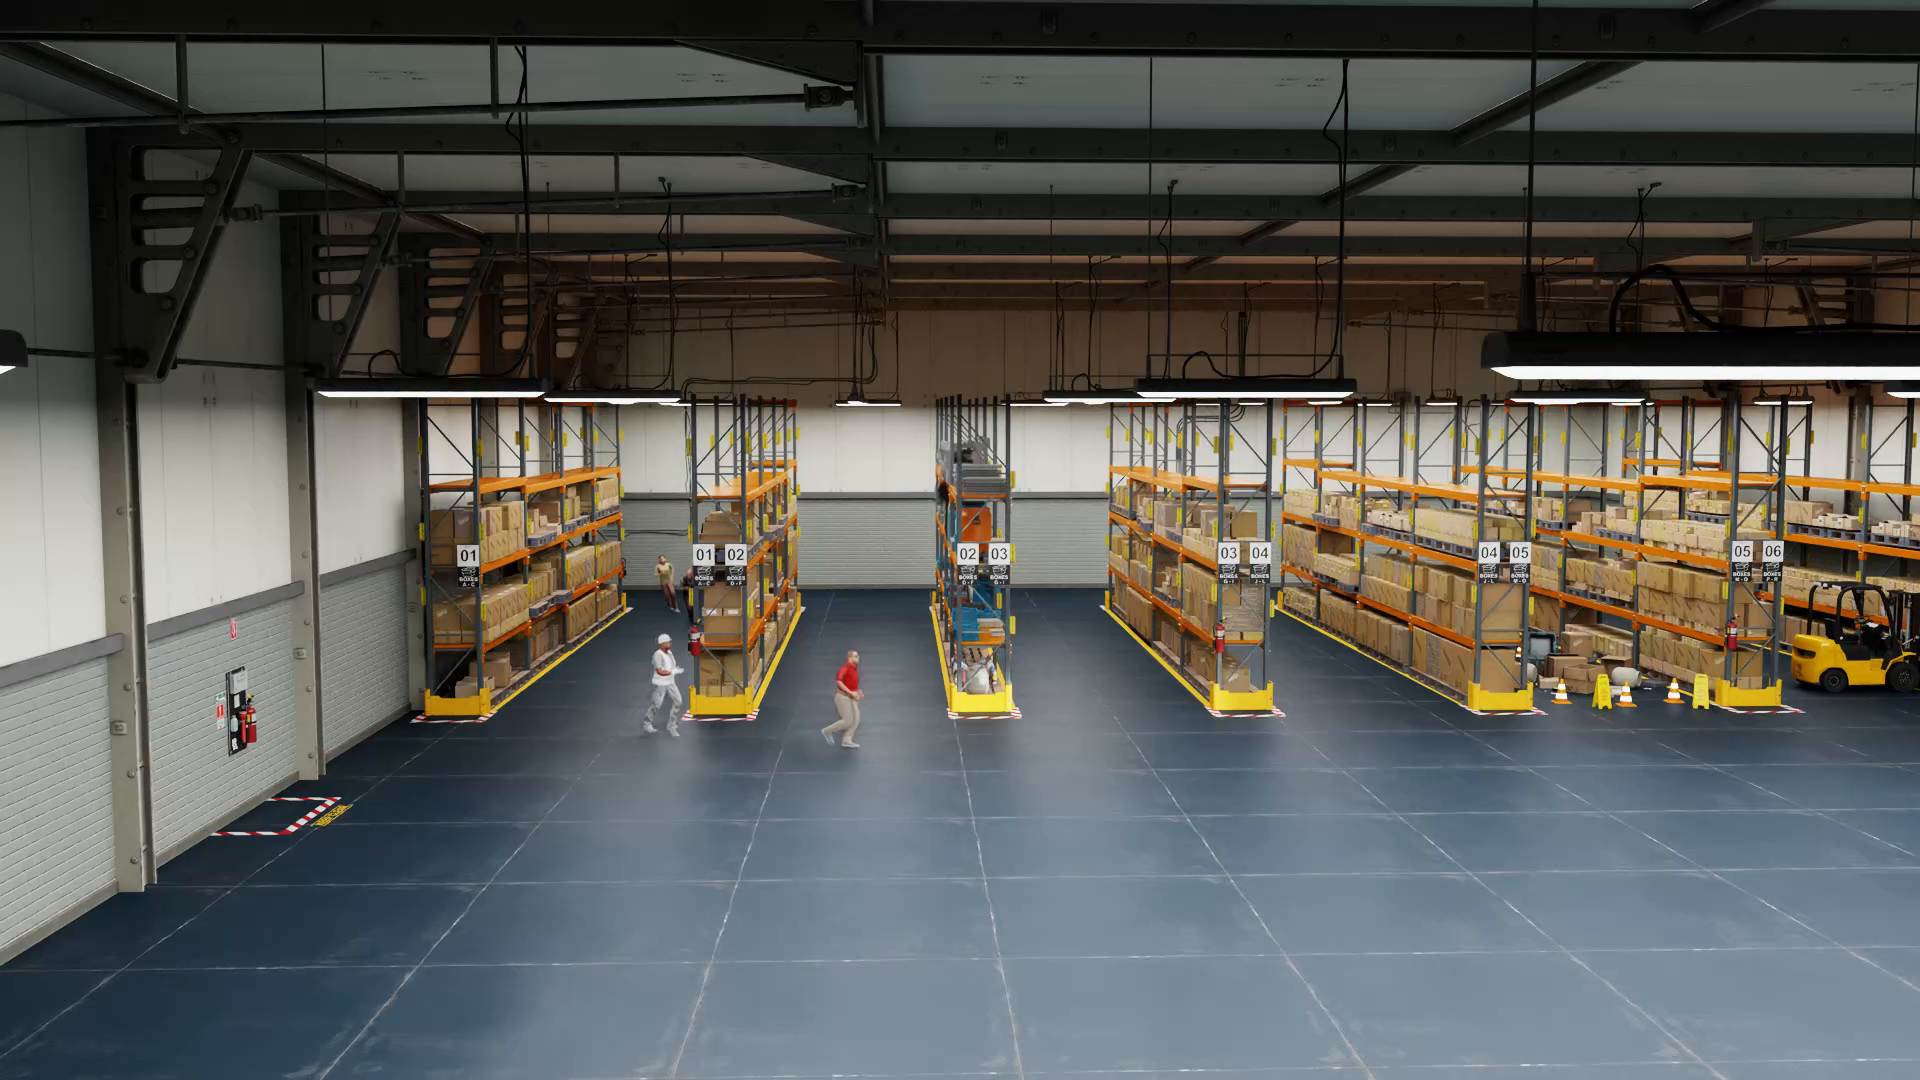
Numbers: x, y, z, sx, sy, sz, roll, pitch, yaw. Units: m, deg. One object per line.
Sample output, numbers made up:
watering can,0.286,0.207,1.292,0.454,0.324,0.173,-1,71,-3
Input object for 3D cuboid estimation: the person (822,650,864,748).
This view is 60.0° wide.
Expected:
person,-1.976,2.689,28.134,0.698,1.668,0.662,1,5,17

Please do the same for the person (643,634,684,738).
person,-5.157,2.552,29.019,0.857,1.836,0.641,2,5,25

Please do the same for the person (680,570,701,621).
person,-7.201,1.493,44.536,0.660,1.444,0.981,-1,5,-18

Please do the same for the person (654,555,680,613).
person,-8.280,1.232,46.898,0.692,1.669,0.680,-1,5,-17
